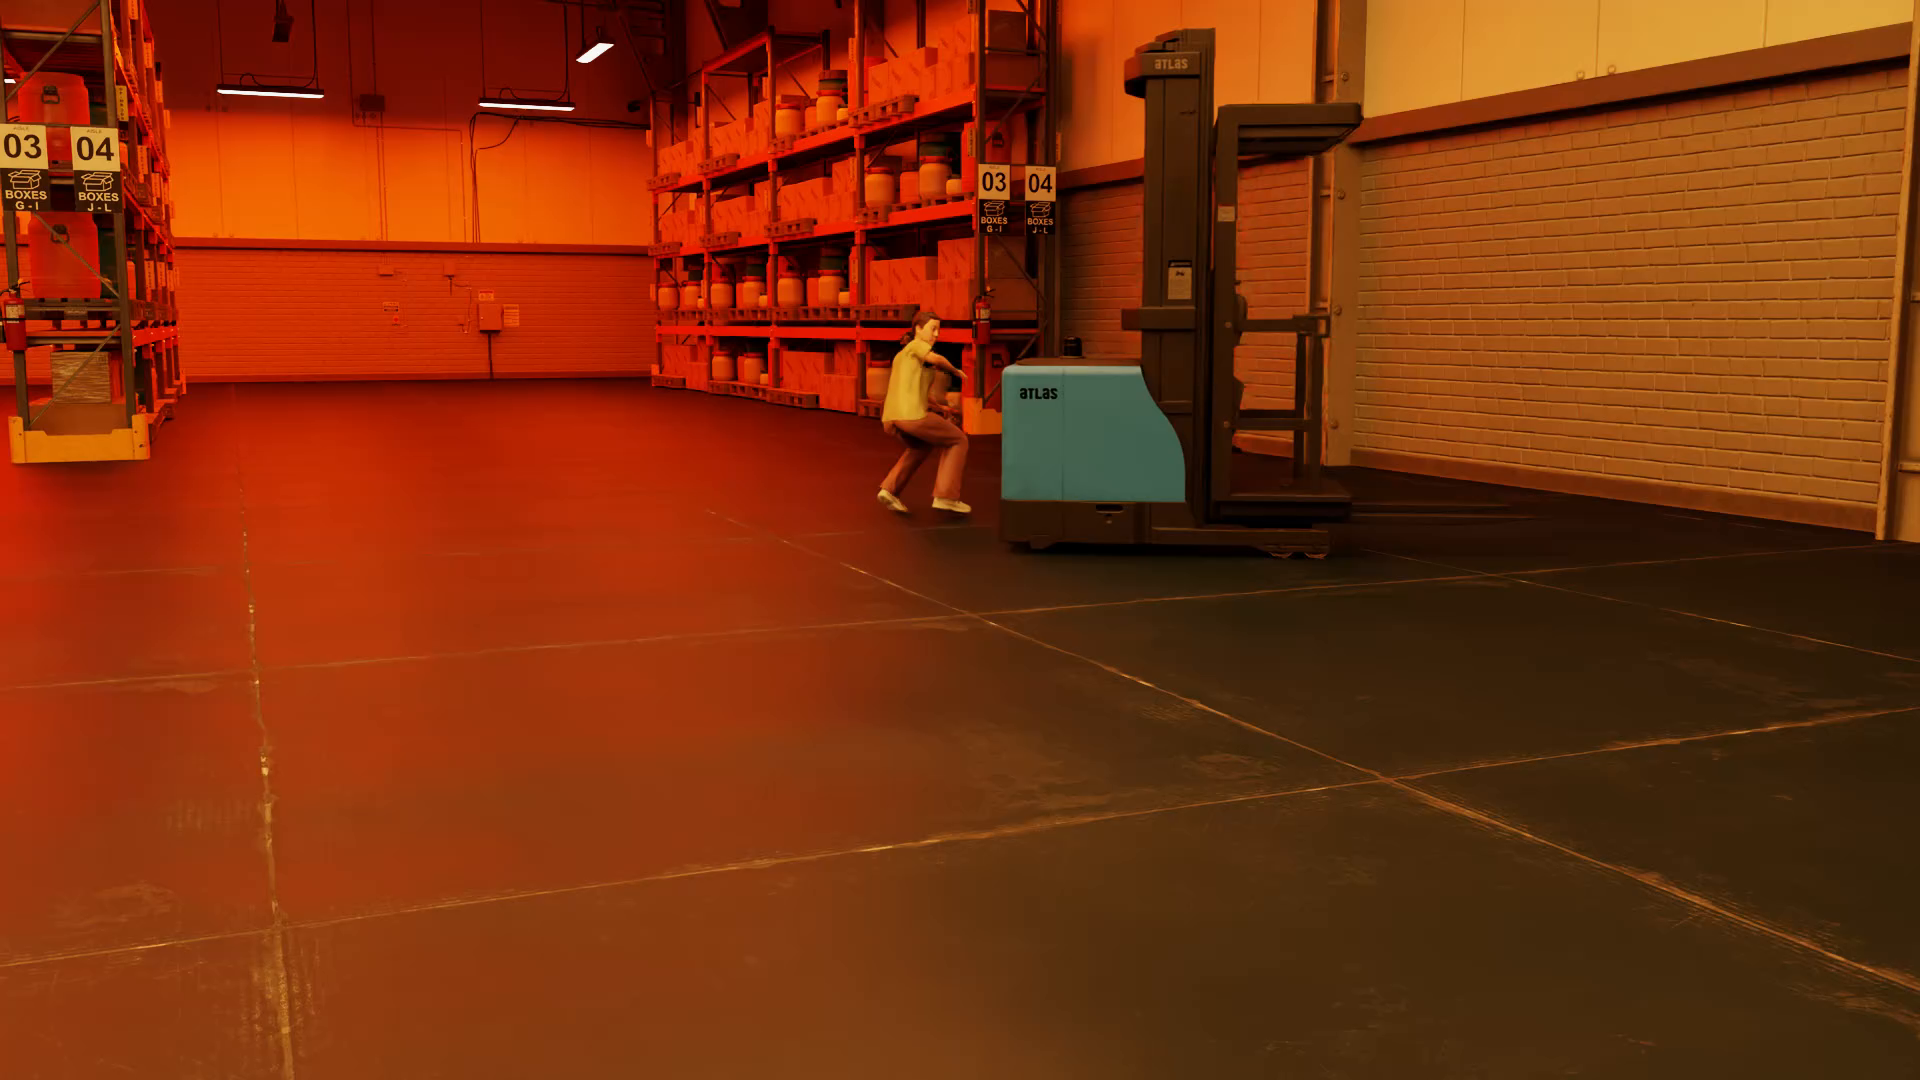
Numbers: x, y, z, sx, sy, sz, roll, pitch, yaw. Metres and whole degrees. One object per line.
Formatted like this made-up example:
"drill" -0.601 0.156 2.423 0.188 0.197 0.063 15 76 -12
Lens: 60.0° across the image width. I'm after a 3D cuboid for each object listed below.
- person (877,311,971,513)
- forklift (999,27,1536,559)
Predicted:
"person" -0.186 -0.856 11.401 0.796 1.417 0.722 -6 9 -37
"forklift" 1.778 -1.419 9.704 3.031 2.935 1.130 1 8 6
